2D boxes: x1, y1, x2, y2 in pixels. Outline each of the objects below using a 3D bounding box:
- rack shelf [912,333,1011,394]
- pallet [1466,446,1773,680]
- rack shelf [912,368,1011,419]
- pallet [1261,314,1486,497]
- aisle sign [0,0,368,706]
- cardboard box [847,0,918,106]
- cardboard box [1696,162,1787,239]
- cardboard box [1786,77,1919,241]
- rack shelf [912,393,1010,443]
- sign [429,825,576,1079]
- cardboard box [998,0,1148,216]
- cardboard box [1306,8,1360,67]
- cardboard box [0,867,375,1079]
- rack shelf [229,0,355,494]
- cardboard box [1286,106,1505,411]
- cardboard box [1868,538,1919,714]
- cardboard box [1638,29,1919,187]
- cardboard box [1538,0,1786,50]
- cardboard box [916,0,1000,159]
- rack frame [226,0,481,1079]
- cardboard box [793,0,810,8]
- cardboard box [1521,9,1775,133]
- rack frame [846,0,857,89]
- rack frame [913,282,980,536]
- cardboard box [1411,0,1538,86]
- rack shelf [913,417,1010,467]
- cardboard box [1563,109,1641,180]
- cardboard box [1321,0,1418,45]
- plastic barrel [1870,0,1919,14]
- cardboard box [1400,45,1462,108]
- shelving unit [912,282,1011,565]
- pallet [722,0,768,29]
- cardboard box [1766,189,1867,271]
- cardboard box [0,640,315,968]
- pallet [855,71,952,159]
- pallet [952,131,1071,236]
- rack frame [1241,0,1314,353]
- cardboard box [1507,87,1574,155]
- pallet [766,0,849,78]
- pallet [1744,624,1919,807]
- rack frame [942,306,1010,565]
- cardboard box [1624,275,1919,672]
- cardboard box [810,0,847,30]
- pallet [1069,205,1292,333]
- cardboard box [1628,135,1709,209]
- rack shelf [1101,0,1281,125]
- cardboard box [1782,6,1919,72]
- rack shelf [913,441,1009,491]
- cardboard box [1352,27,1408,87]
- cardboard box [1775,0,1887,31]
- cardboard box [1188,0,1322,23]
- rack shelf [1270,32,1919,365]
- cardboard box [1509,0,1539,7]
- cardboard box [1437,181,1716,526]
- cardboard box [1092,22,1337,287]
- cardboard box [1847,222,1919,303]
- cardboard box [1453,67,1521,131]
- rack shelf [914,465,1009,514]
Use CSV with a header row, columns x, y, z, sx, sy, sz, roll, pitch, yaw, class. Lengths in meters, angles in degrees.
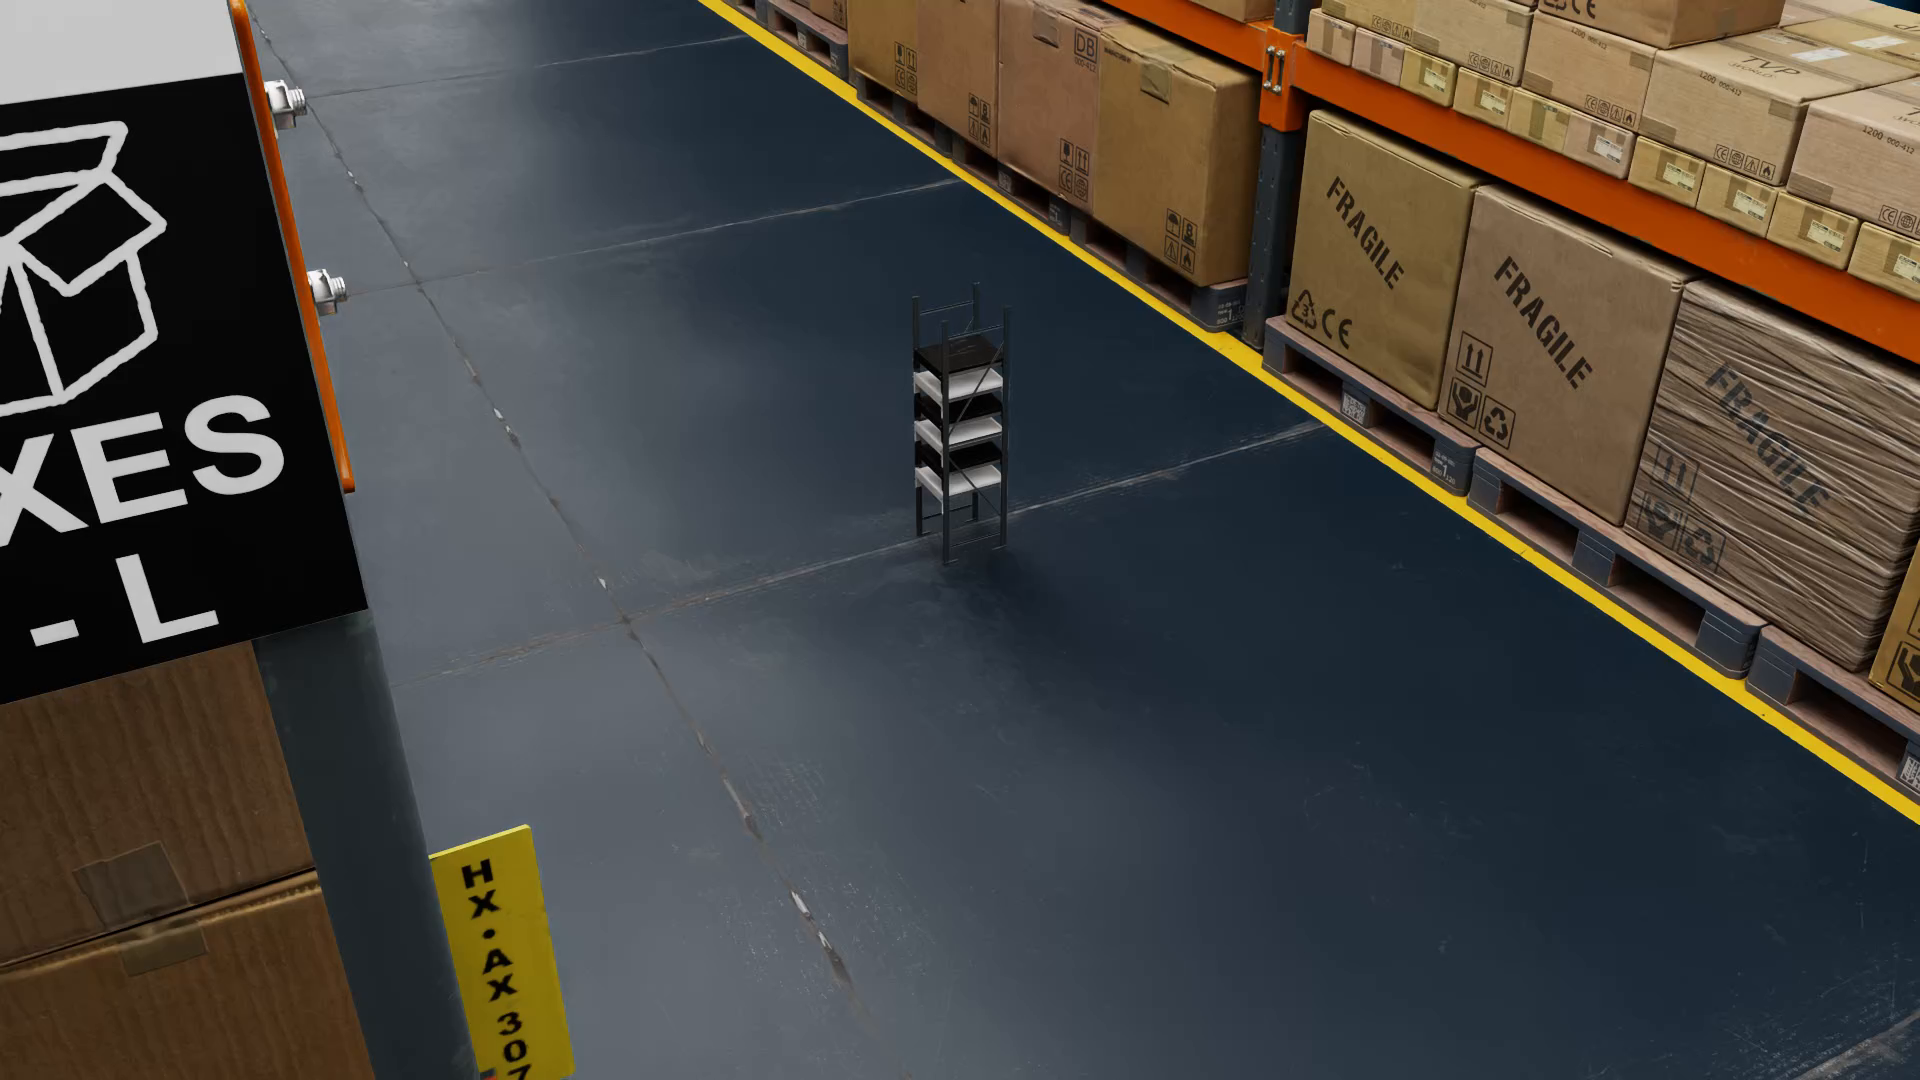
x,y,z,sx,sy,sz,roll,pitch,yaw,class
0.004,-0.574,5.374,0.258,0.077,0.200,-16,36,-23,rack shelf
2.523,-0.066,5.657,1.003,0.211,1.213,-16,36,-23,pallet
0.004,-0.499,5.422,0.258,0.077,0.200,-16,36,-23,rack shelf
1.950,-0.649,6.567,1.003,0.211,1.213,-16,36,-23,pallet
-0.606,-0.232,0.922,0.394,0.787,0.004,-16,36,-23,aisle sign
0.103,-3.062,9.329,1.225,0.875,0.875,-18,37,-25,cardboard box
2.360,-1.007,4.775,0.380,0.149,0.250,-15,36,-22,cardboard box
2.596,-1.008,4.406,0.500,0.250,0.500,-17,36,-25,cardboard box
0.004,-0.423,5.471,0.258,0.077,0.200,-16,36,-23,rack shelf
-0.425,0.402,1.540,0.100,0.325,0.005,-16,36,-23,sign
0.931,-2.214,8.006,1.225,0.875,0.875,-17,36,-25,cardboard box
1.509,-1.875,6.129,0.380,0.149,0.250,-16,36,-23,cardboard box
-0.870,0.452,1.896,0.500,0.500,0.500,-14,35,-21,cardboard box
-1.838,-1.012,2.435,1.077,0.370,4.000,-16,36,-23,rack shelf
1.902,-1.153,6.349,0.875,0.875,0.875,-16,36,-23,cardboard box
3.161,0.136,4.338,0.875,0.875,0.875,-16,36,-23,cardboard box
2.349,-1.256,4.793,0.500,0.250,0.500,-16,36,-23,cardboard box
2.131,-1.806,4.957,0.500,0.500,0.500,-17,36,-25,cardboard box
0.512,-2.635,8.662,1.225,0.875,0.875,-16,36,-23,cardboard box
-0.902,0.902,1.562,0.949,2.616,0.053,-16,36,-23,rack frame
-0.800,-3.823,10.846,0.700,0.500,0.500,-19,37,-27,cardboard box
2.126,-1.493,5.163,0.500,0.250,0.500,-15,36,-22,cardboard box
-0.200,-4.114,9.391,1.000,3.000,0.127,-16,36,-23,rack frame
-0.044,-0.424,5.577,0.240,0.900,0.006,-16,36,-23,rack frame
1.880,-1.739,5.547,0.500,0.250,0.500,-16,36,-23,cardboard box
0.004,-0.347,5.519,0.258,0.077,0.200,-16,36,-23,rack shelf
2.113,-1.256,5.163,0.380,0.149,0.250,-15,36,-23,cardboard box
1.652,-1.977,5.919,0.500,0.250,0.500,-17,36,-24,cardboard box
5.478,-3.346,9.749,0.600,0.901,0.708,-16,36,-23,plastic barrel
1.754,-1.624,5.737,0.380,0.149,0.250,-15,35,-22,cardboard box
0.004,-0.375,5.501,0.258,0.900,0.210,-16,36,-23,shelving unit
-1.128,-3.895,11.634,1.003,0.211,1.213,-16,36,-23,pallet
2.474,-0.889,4.589,0.380,0.149,0.250,-16,36,-23,cardboard box
-0.880,0.033,1.622,0.500,0.500,0.500,-16,36,-23,cardboard box
0.101,-2.545,9.527,1.003,0.211,1.213,-16,36,-23,pallet
0.666,-1.964,8.619,1.003,0.211,1.213,-16,36,-23,pallet
1.665,-2.205,6.412,1.000,3.000,0.127,-16,36,-23,rack frame
1.998,-1.377,5.351,0.380,0.149,0.250,-16,36,-24,cardboard box
-0.563,-3.314,10.726,1.003,0.211,1.213,-16,36,-23,pallet
3.088,0.516,4.749,1.003,0.211,1.213,-16,36,-23,pallet
0.051,-0.327,5.425,0.240,0.900,0.006,-16,36,-23,rack frame
2.736,-0.298,5.015,0.875,0.875,0.875,-16,36,-23,cardboard box
-0.530,-3.562,10.438,0.700,0.500,0.500,-18,37,-26,cardboard box
1.238,-1.381,7.709,1.003,0.211,1.213,-16,36,-23,pallet
2.237,-1.131,4.968,0.380,0.149,0.250,-17,36,-24,cardboard box
0.732,-2.857,8.096,1.077,0.370,4.000,-16,36,-23,rack shelf
2.818,-1.390,5.003,0.500,0.250,0.500,-17,36,-24,cardboard box
0.004,-0.271,5.568,0.258,0.077,0.200,-16,36,-23,rack shelf
1.631,-1.750,5.933,0.380,0.149,0.250,-17,36,-25,cardboard box
2.584,-1.633,5.382,0.500,0.250,0.500,-15,36,-22,cardboard box
1.205,-2.402,6.626,0.500,0.500,0.500,-16,36,-23,cardboard box
2.597,-0.948,5.116,1.077,0.370,4.000,-16,36,-23,rack shelf
1.885,-2.054,5.343,0.500,0.500,0.500,-16,36,-23,cardboard box
2.321,-0.723,5.678,0.875,0.875,0.875,-16,36,-23,cardboard box
1.349,-1.788,7.341,1.225,0.875,0.875,-16,36,-23,cardboard box
2.595,-0.765,4.396,0.380,0.149,0.250,-17,36,-24,cardboard box
1.879,-1.499,5.542,0.380,0.149,0.250,-17,36,-24,cardboard box
0.004,-0.195,5.616,0.258,0.077,0.200,-16,36,-23,rack shelf
